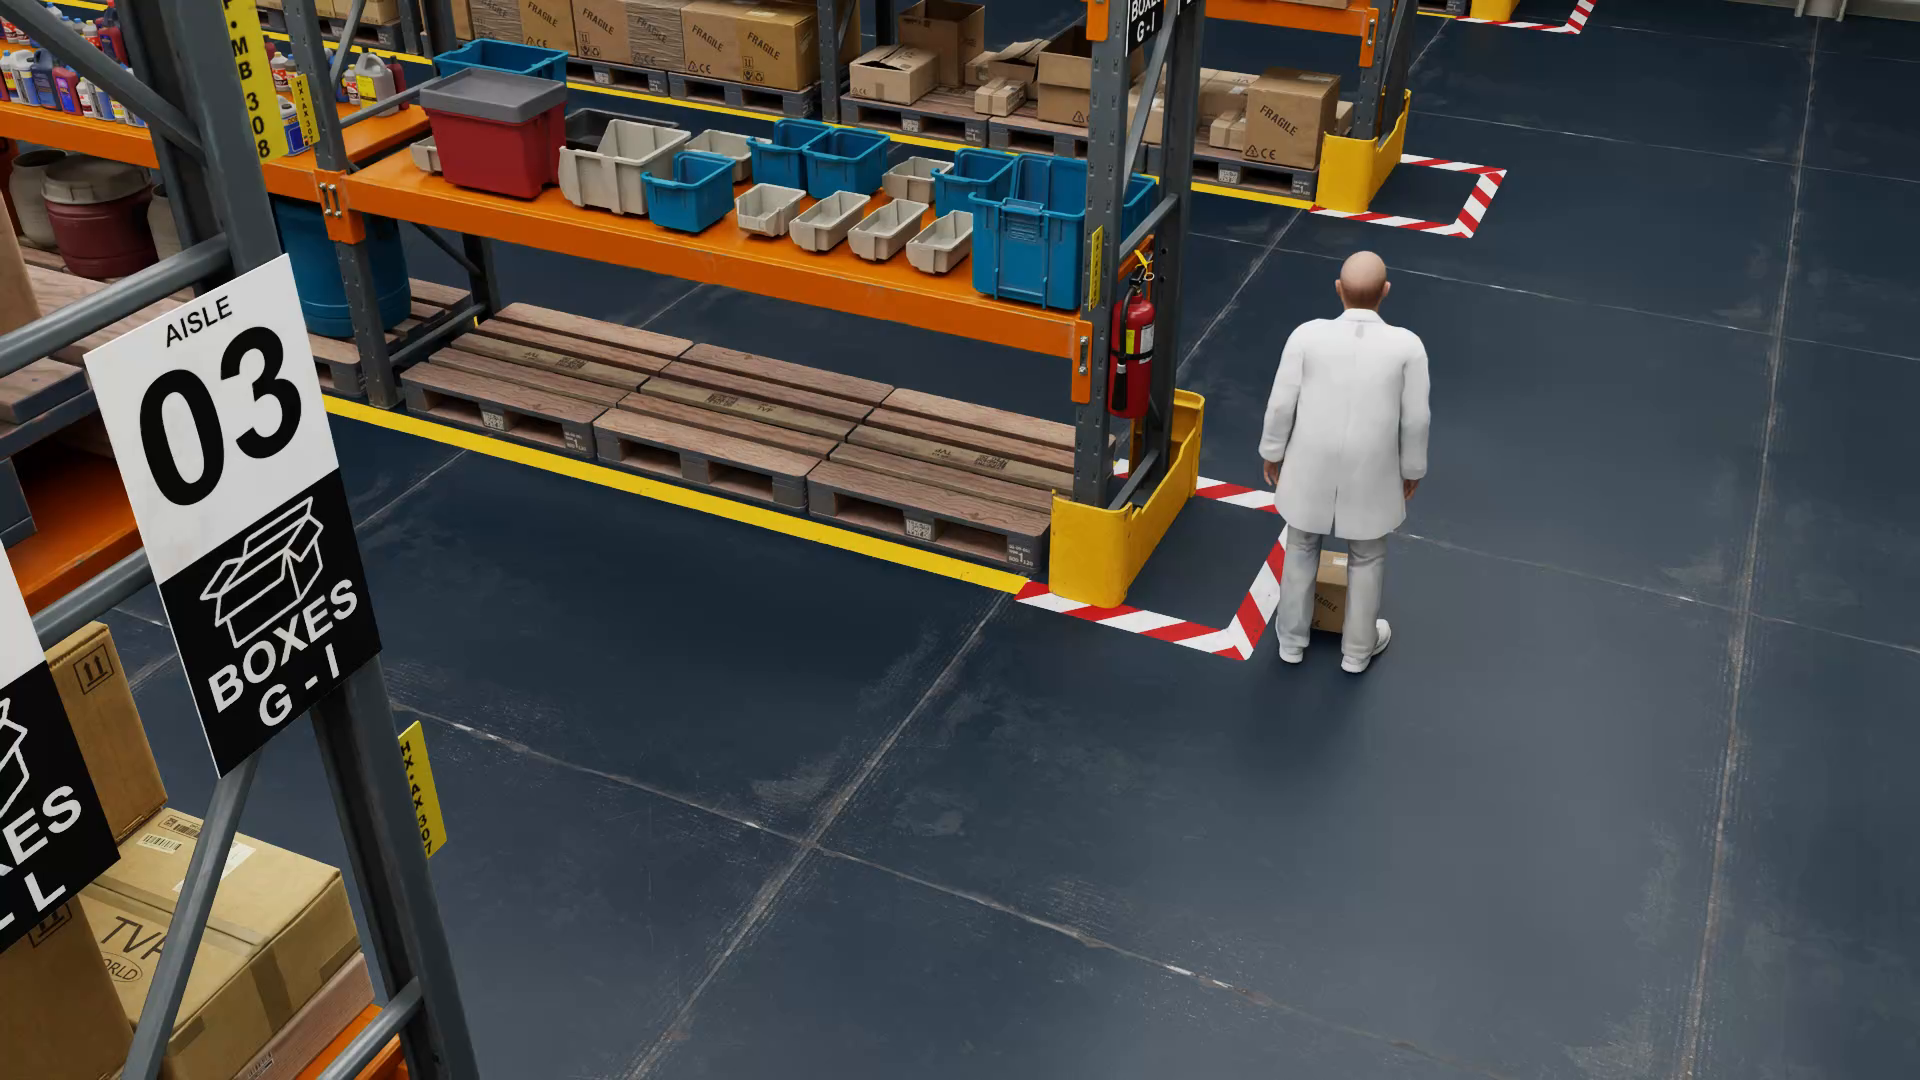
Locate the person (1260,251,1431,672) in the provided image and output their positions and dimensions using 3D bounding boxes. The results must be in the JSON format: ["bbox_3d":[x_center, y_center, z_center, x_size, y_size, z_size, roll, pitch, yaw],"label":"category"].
[{"bbox_3d":[1.513,-0.289,6.595,0.656,1.774,0.417,9,34,14],"label":"person"}]
